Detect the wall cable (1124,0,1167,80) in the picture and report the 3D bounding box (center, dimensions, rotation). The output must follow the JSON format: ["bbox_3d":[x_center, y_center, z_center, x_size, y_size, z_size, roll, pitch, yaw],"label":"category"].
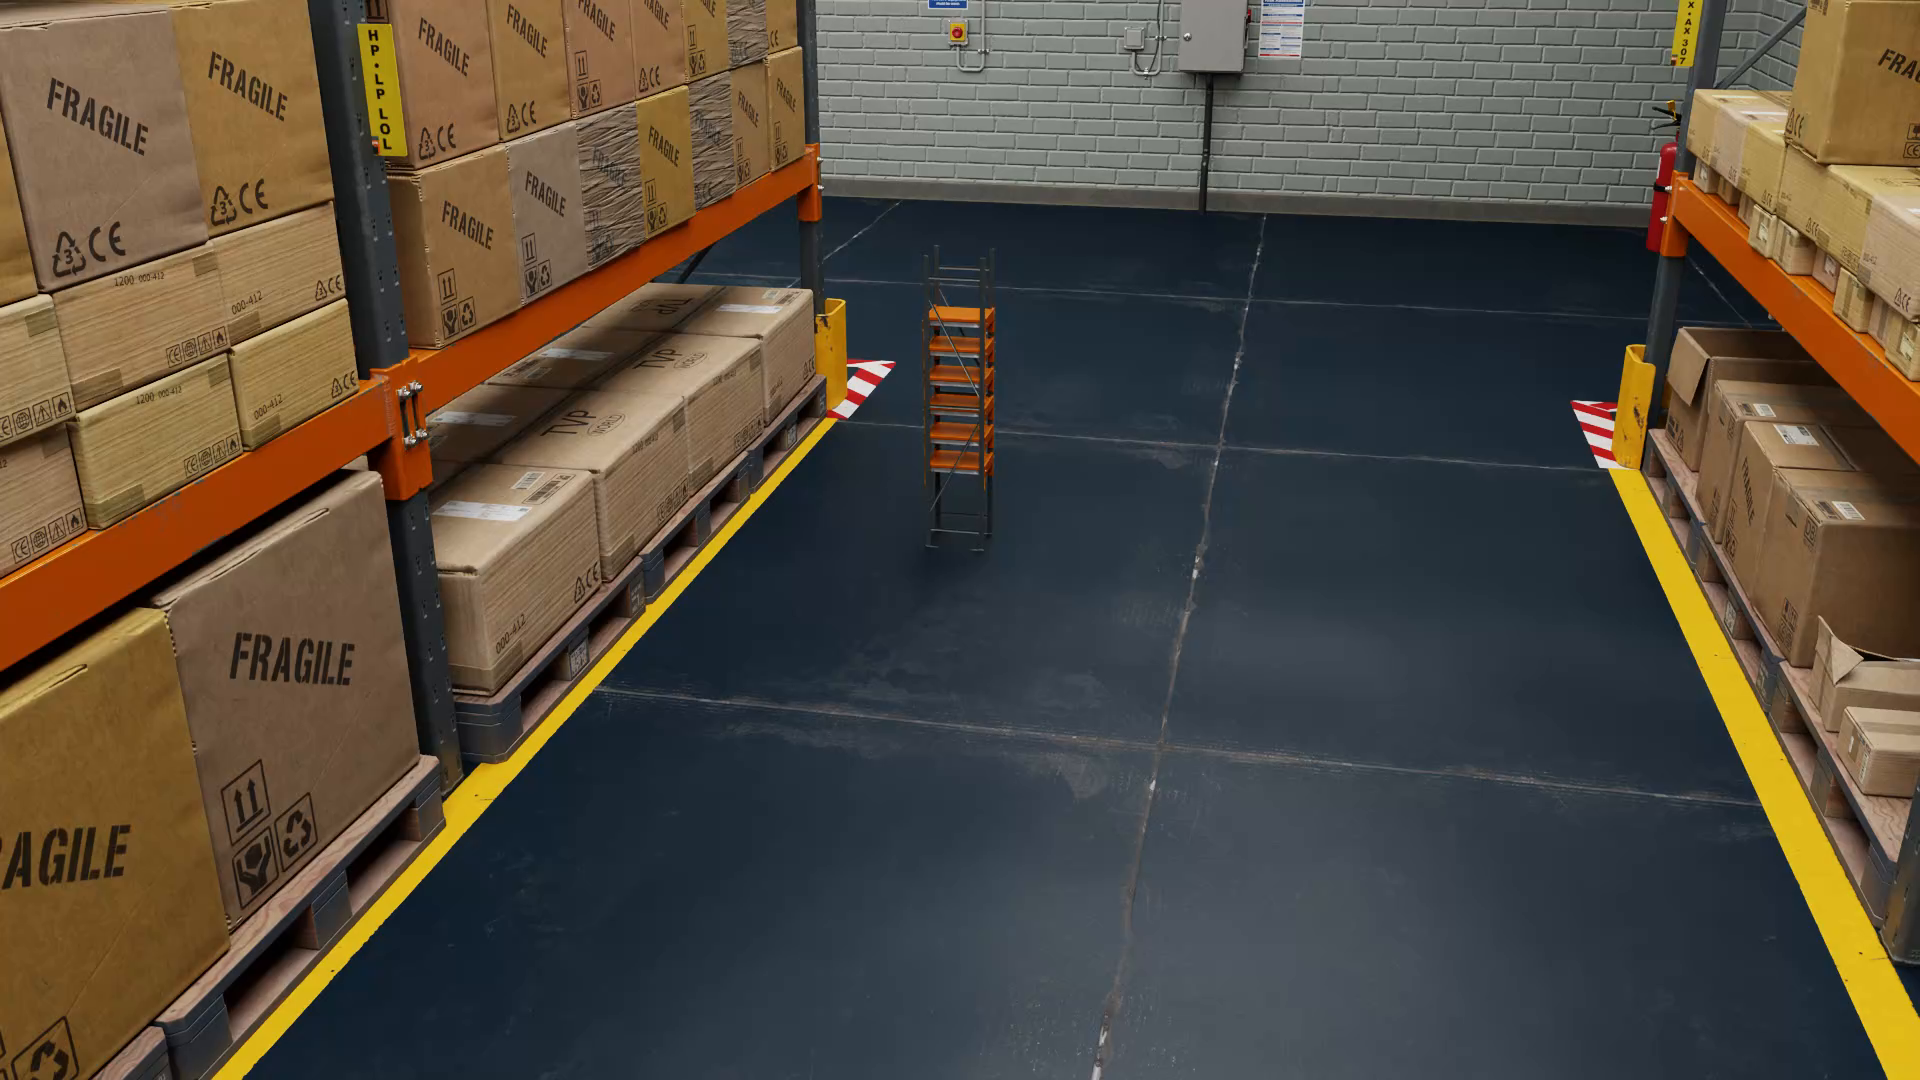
[{"bbox_3d":[1.328,-4.576,12.840,0.588,1.984,0.122,4,22,11],"label":"wall cable"}]

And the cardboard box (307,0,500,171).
[{"bbox_3d":[-1.673,-1.347,4.711,0.500,0.500,0.500,5,22,11],"label":"cardboard box"}]

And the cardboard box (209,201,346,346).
[{"bbox_3d":[-1.859,-0.664,4.018,0.500,0.250,0.500,4,22,11],"label":"cardboard box"}]

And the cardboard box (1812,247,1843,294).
[{"bbox_3d":[3.003,-0.887,5.376,0.380,0.149,0.250,4,22,11],"label":"cardboard box"}]

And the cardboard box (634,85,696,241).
[{"bbox_3d":[-1.335,-1.433,6.262,0.500,0.500,0.500,5,22,13],"label":"cardboard box"}]

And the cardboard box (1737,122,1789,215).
[{"bbox_3d":[3.110,-1.320,5.919,0.500,0.250,0.500,4,22,10],"label":"cardboard box"}]

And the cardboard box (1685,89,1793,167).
[{"bbox_3d":[3.313,-1.690,6.838,0.500,0.250,0.500,5,22,11],"label":"cardboard box"}]

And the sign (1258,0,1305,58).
[{"bbox_3d":[2.490,-3.989,12.869,0.329,0.494,0.001,4,22,11],"label":"sign"}]

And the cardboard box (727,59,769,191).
[{"bbox_3d":[-1.147,-1.812,7.203,0.500,0.500,0.500,4,22,10],"label":"cardboard box"}]

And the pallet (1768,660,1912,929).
[{"bbox_3d":[2.994,0.738,4.738,1.003,0.211,1.213,4,22,11],"label":"pallet"}]

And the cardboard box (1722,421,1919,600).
[{"bbox_3d":[3.033,-0.091,5.847,0.500,0.500,0.500,5,22,12],"label":"cardboard box"}]

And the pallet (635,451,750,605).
[{"bbox_3d":[-1.528,-0.107,6.838,1.003,0.211,1.213,4,22,11],"label":"pallet"}]

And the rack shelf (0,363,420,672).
[{"bbox_3d":[-2.415,0.384,2.848,1.077,0.370,4.000,4,22,11],"label":"rack shelf"}]

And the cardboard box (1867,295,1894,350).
[{"bbox_3d":[2.812,-0.611,4.692,0.380,0.149,0.250,5,22,12],"label":"cardboard box"}]

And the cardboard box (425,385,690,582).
[{"bbox_3d":[-1.592,-0.236,6.293,0.875,0.438,0.875,4,22,9],"label":"cardboard box"}]

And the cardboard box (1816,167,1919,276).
[{"bbox_3d":[2.921,-0.943,4.983,0.500,0.250,0.500,4,22,11],"label":"cardboard box"}]

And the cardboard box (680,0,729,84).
[{"bbox_3d":[-1.238,-2.086,6.545,0.500,0.500,0.500,4,22,11],"label":"cardboard box"}]

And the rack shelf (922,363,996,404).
[{"bbox_3d":[-0.003,-0.621,6.588,0.258,0.103,0.180,4,22,11],"label":"rack shelf"}]

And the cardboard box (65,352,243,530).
[{"bbox_3d":[-1.957,-0.242,3.641,0.500,0.250,0.500,4,22,10],"label":"cardboard box"}]

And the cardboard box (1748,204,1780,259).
[{"bbox_3d":[3.022,-1.084,5.866,0.380,0.149,0.250,4,22,9],"label":"cardboard box"}]

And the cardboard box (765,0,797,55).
[{"bbox_3d":[-1.056,-2.460,7.474,0.500,0.500,0.500,5,23,13],"label":"cardboard box"}]

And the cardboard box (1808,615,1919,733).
[{"bbox_3d":[2.752,0.412,4.912,0.396,0.266,0.258,5,23,13],"label":"cardboard box"}]

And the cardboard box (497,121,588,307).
[{"bbox_3d":[-1.548,-1.063,5.344,0.500,0.500,0.500,5,22,11],"label":"cardboard box"}]

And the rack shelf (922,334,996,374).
[{"bbox_3d":[-0.003,-0.733,6.543,0.258,0.103,0.180,4,22,11],"label":"rack shelf"}]

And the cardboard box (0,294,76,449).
[{"bbox_3d":[-2.053,-0.291,3.091,0.500,0.250,0.500,5,22,12],"label":"cardboard box"}]

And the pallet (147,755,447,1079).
[{"bbox_3d":[-2.091,0.900,4.336,1.003,0.211,1.213,4,22,11],"label":"pallet"}]

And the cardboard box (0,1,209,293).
[{"bbox_3d":[-1.951,-0.819,3.400,0.500,0.500,0.500,5,22,12],"label":"cardboard box"}]

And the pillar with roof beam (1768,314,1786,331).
[{"bbox_3d":[0.887,-5.795,9.198,9.100,9.000,0.400,4,22,11],"label":"pillar with roof beam"}]

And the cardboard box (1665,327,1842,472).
[{"bbox_3d":[3.452,-0.588,7.077,0.797,0.503,0.637,4,22,9],"label":"cardboard box"}]

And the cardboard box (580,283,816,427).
[{"bbox_3d":[-1.227,-0.901,7.944,0.875,0.438,0.875,4,22,9],"label":"cardboard box"}]

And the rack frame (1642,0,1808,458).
[{"bbox_3d":[3.669,-1.767,7.226,1.000,3.000,0.127,4,22,11],"label":"rack frame"}]

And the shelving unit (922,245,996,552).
[{"bbox_3d":[-0.003,-0.551,6.616,0.258,1.200,0.189,4,22,11],"label":"shelving unit"}]

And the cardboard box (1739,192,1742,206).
[{"bbox_3d":[3.307,-1.356,6.542,0.380,0.149,0.250,4,22,10],"label":"cardboard box"}]

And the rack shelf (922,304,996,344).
[{"bbox_3d":[-0.003,-0.844,6.498,0.258,0.103,0.180,4,22,11],"label":"rack shelf"}]

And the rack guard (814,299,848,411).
[{"bbox_3d":[-1.186,-0.993,8.651,1.175,0.500,0.348,4,22,11],"label":"rack guard"}]

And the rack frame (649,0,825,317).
[{"bbox_3d":[-1.191,-2.144,8.162,1.000,3.000,0.127,4,22,11],"label":"rack frame"}]

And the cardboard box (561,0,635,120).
[{"bbox_3d":[-1.448,-1.718,5.632,0.500,0.500,0.500,5,22,12],"label":"cardboard box"}]

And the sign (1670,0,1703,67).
[{"bbox_3d":[3.138,-2.210,7.167,0.100,0.325,0.005,4,22,11],"label":"sign"}]

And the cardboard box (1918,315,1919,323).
[{"bbox_3d":[2.718,-0.578,4.075,0.500,0.250,0.500,5,22,12],"label":"cardboard box"}]

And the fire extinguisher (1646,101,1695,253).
[{"bbox_3d":[3.247,-1.647,7.531,0.296,0.674,0.183,4,22,11],"label":"fire extinguisher"}]

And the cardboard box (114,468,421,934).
[{"bbox_3d":[-2.055,0.342,4.270,0.875,0.875,0.875,5,23,13],"label":"cardboard box"}]

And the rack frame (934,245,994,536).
[{"bbox_3d":[0.016,-0.585,6.699,0.240,1.200,0.006,4,22,11],"label":"rack frame"}]

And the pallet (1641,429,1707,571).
[{"bbox_3d":[3.492,-0.154,6.954,1.003,0.211,1.213,4,22,11],"label":"pallet"}]

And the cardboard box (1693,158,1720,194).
[{"bbox_3d":[3.334,-1.551,7.027,0.380,0.149,0.250,4,22,11],"label":"cardboard box"}]
